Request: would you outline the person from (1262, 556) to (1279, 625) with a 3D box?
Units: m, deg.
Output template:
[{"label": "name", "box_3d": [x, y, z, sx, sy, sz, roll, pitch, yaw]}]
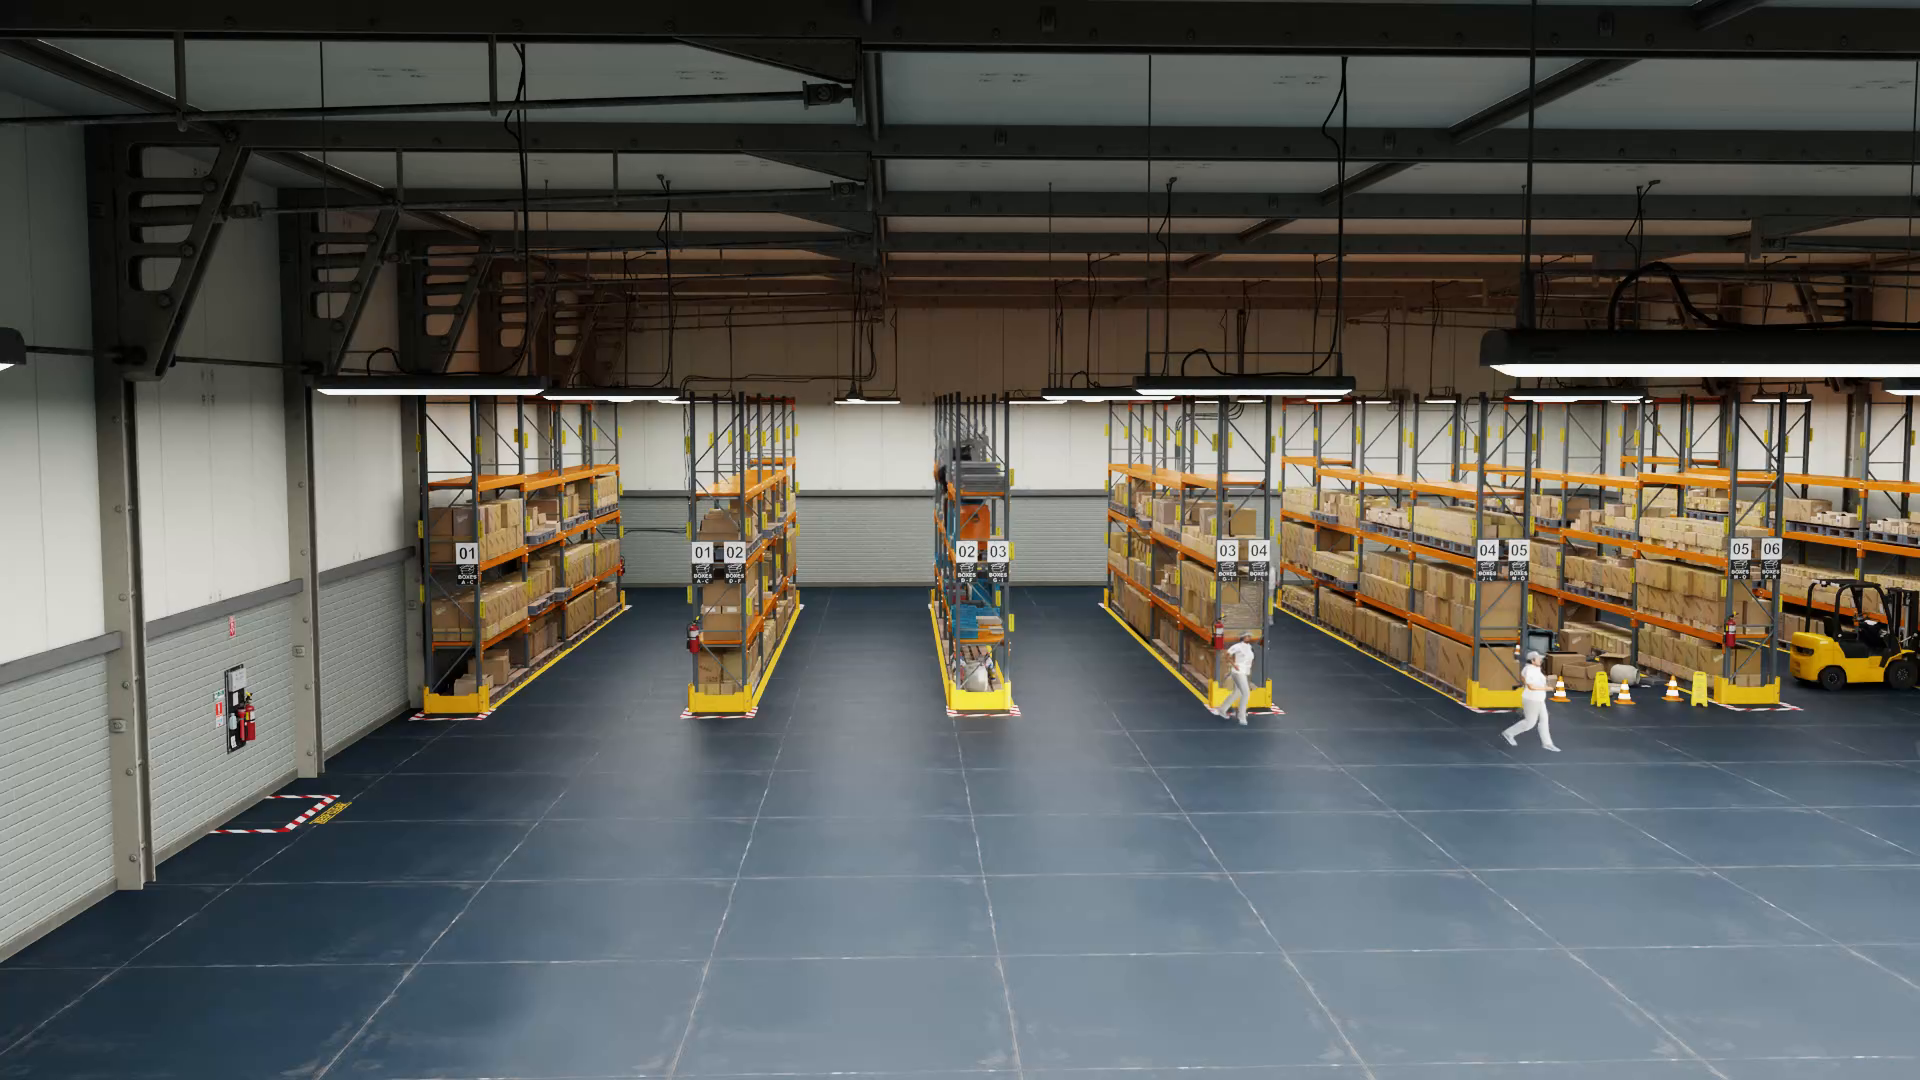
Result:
[{"label": "person", "box_3d": [8.116, 1.321, 43.981, 0.669, 1.837, 0.790, 0, 5, -2]}]

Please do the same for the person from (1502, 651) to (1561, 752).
[{"label": "person", "box_3d": [9.495, 2.672, 27.576, 0.924, 1.666, 0.606, 2, 5, 26]}]

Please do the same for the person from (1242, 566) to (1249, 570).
[{"label": "person", "box_3d": [8.150, 1.022, 48.123, 0.846, 1.685, 0.623, -4, 6, -39]}]

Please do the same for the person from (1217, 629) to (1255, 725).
[{"label": "person", "box_3d": [5.065, 2.482, 30.330, 0.690, 1.747, 0.591, 3, 6, 35]}]
